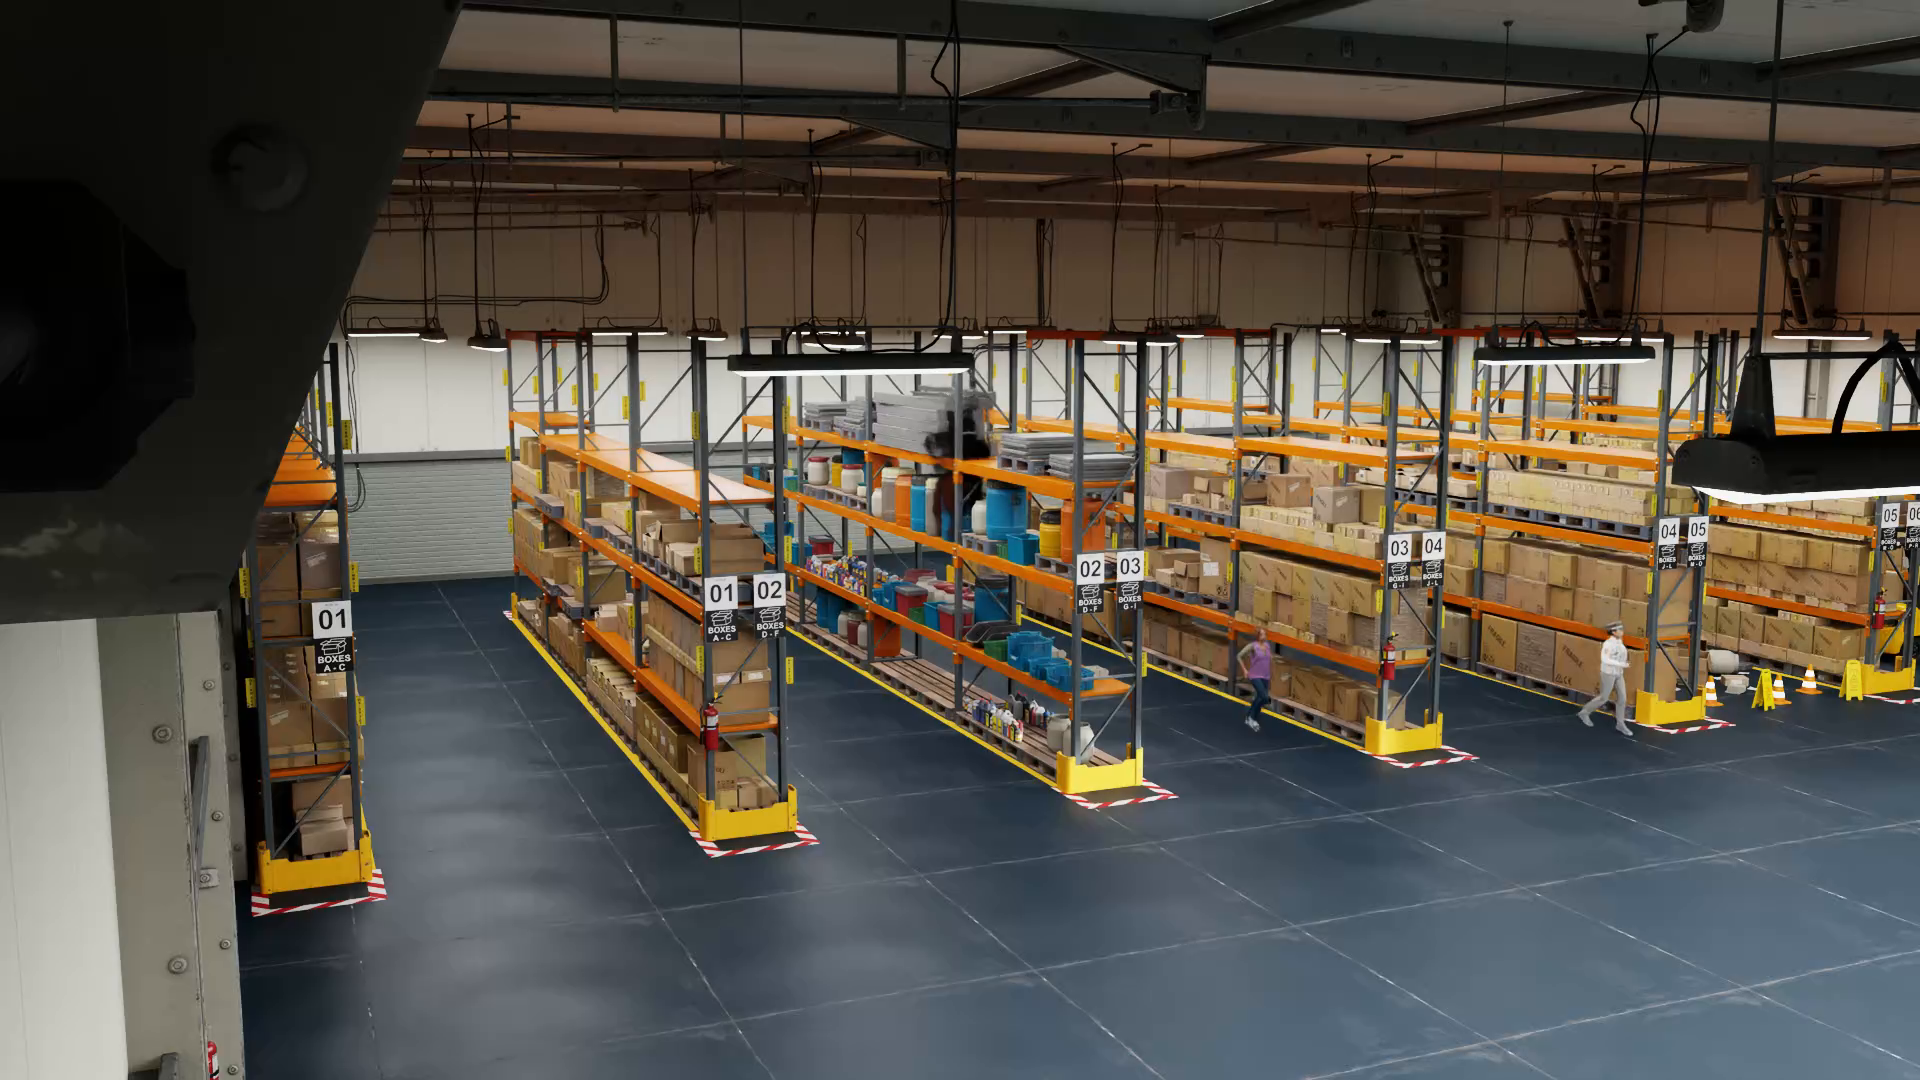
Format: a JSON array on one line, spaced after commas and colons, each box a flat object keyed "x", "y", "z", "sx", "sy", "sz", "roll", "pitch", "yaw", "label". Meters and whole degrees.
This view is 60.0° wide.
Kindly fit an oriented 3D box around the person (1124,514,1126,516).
[{"x": 3.714, "y": 0.196, "z": 38.883, "sx": 0.707, "sy": 1.719, "sz": 0.525, "roll": -3, "pitch": 8, "yaw": -20, "label": "person"}]

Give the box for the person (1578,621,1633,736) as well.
[{"x": 9.900, "y": 2.062, "z": 25.302, "sx": 0.634, "sy": 1.714, "sz": 0.825, "roll": -7, "pitch": 10, "yaw": -40, "label": "person"}]

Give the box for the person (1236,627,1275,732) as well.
[{"x": 4.512, "y": 2.095, "z": 25.038, "sx": 0.506, "sy": 1.586, "sz": 0.644, "roll": -5, "pitch": 9, "yaw": -32, "label": "person"}]
